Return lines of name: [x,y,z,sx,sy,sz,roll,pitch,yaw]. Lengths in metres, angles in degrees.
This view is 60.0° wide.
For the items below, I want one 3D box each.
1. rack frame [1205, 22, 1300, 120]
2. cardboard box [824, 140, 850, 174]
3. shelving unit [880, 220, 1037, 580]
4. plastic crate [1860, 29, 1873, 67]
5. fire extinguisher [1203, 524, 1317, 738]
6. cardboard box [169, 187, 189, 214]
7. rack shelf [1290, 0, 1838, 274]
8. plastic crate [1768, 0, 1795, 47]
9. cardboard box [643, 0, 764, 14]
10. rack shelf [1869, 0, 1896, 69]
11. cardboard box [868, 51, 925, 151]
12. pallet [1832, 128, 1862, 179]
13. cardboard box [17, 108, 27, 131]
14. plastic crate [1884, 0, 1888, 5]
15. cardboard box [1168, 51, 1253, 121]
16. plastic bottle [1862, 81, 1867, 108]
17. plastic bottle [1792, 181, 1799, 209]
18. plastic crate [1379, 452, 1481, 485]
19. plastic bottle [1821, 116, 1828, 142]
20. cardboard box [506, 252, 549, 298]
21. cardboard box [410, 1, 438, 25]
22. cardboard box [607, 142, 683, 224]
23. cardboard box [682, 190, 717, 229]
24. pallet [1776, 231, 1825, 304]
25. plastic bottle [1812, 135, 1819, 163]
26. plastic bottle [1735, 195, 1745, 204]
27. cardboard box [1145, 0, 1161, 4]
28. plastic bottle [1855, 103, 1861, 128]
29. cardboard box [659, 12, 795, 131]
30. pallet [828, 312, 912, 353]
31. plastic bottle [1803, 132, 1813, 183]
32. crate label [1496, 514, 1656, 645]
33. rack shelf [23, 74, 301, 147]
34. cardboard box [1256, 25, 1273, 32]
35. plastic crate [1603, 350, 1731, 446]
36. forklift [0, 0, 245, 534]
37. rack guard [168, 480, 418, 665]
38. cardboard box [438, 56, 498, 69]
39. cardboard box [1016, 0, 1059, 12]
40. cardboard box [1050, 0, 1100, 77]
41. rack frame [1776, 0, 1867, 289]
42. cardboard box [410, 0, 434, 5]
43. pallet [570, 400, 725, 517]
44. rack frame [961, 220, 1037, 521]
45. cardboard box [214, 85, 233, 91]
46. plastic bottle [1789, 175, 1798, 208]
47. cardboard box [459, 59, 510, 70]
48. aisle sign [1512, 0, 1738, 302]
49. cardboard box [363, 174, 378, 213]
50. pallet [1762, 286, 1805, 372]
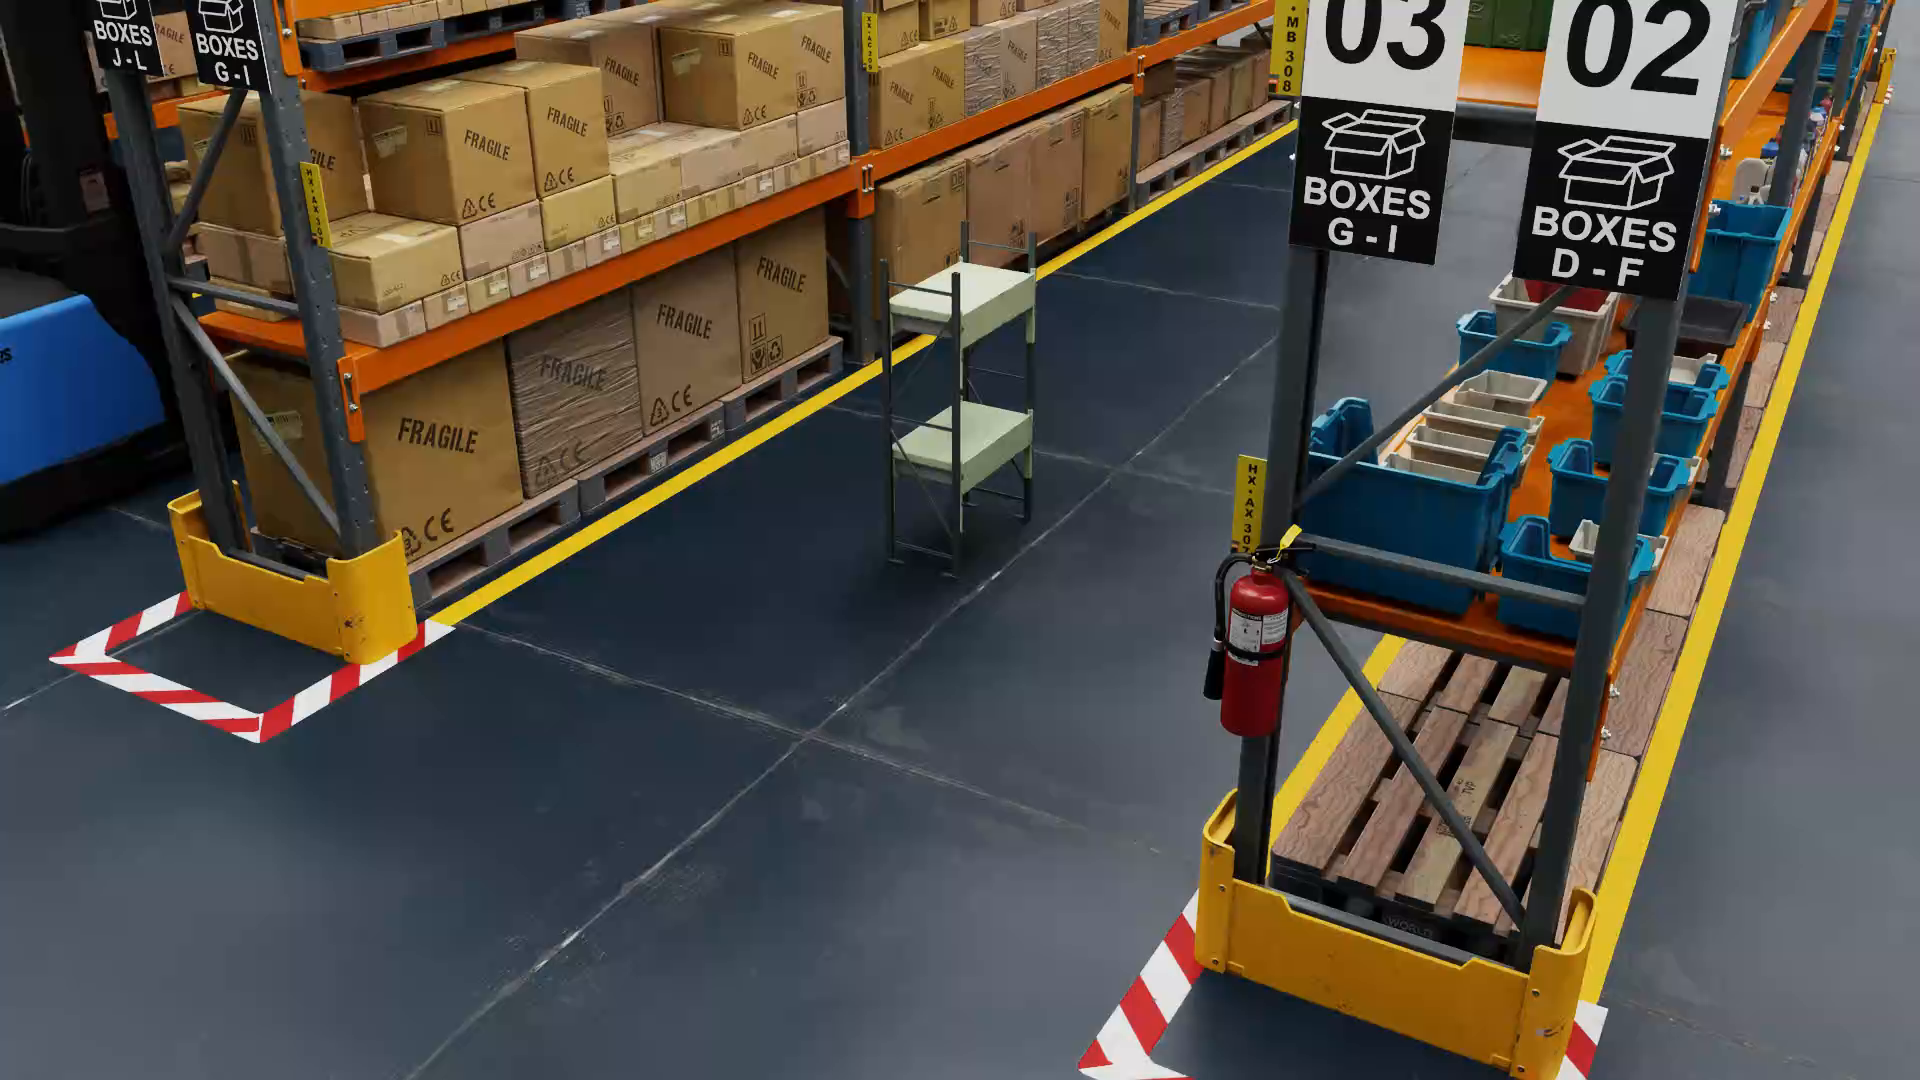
rack frame: [2.934,-5.672,16.230,1.000,3.000,0.127,14,30,26]
cardboard box: [-0.866,-2.251,9.676,0.380,0.149,0.250,14,30,26]
shelving unit: [0.003,-0.673,7.919,0.431,1.500,0.755,14,30,26]
plastic crate: [6.635,-3.746,12.618,0.450,0.188,0.662,14,30,26]
fire extinguisher: [0.873,0.255,4.892,0.296,0.674,0.183,14,30,26]
cardboard box: [-5.621,-2.378,11.700,0.380,0.149,0.250,15,30,28]
rack shelf: [2.327,-1.704,5.755,1.077,0.370,4.000,14,30,26]
plastic crate: [2.334,-1.753,5.119,0.504,0.338,0.767,14,30,26]
cardboard box: [-1.460,-2.825,9.540,0.500,0.500,0.500,14,30,26]
rack shelf: [8.230,-5.039,15.769,1.077,0.370,4.000,14,30,26]
cardboard box: [-0.558,-2.723,10.227,0.500,0.500,0.500,14,30,26]
pallet: [7.613,-3.587,15.180,1.003,0.211,1.213,14,30,26]
cardboard box: [-6.070,-2.688,10.549,0.380,0.149,0.250,15,30,28]
plastic crate: [8.160,-4.953,15.031,0.450,0.188,0.662,14,30,26]
cardboard box: [2.362,-4.335,15.859,0.700,0.500,0.500,14,30,26]
plastic bottle: [8.651,-4.260,15.953,0.061,0.283,0.133,15,30,27]
plastic bottle: [4.407,-1.871,8.859,0.097,0.201,0.097,0,27,0]
plastic crate: [1.587,-0.171,5.469,0.396,0.136,0.243,14,30,26]
plastic bottle: [5.265,-2.551,10.217,0.097,0.201,0.097,0,27,0]
cardboard box: [-2.129,-1.251,7.678,0.380,0.149,0.250,14,30,25]
cardboard box: [-4.294,-4.117,12.935,0.380,0.149,0.250,15,30,27]
cardboard box: [-1.746,-1.792,8.315,0.500,0.250,0.500,14,30,25]
cardboard box: [-1.498,-1.750,8.675,0.380,0.149,0.250,14,30,25]
pallet: [5.693,-2.069,12.147,1.003,0.211,1.213,14,30,26]
plastic bottle: [4.977,-2.323,9.762,0.097,0.201,0.097,0,27,0]
plastic bottle: [3.932,-1.634,8.385,0.097,0.201,0.097,0,27,0]
cardboard box: [1.385,-4.804,13.916,0.700,0.500,0.500,19,32,33]
plastic bottle: [8.215,-3.915,15.263,0.061,0.283,0.133,16,31,28]
cardboard box: [-1.245,-2.523,8.937,0.500,0.500,0.500,15,30,27]
pallet: [-0.687,-1.625,11.259,1.003,0.211,1.213,14,30,26]
plastic bottle: [4.732,-2.149,9.323,0.061,0.283,0.133,14,30,26]
crate label: [1.751,0.120,4.780,0.416,0.233,0.303,14,30,26]
rack shelf: [-6.254,-2.585,10.866,1.077,0.370,4.000,14,30,26]
cardboard box: [3.441,-5.114,17.438,0.500,0.500,0.500,-22,34,-37]
plastic crate: [2.546,-0.510,6.039,0.416,0.233,0.300,14,30,26]
forklift: [-4.452,-1.959,8.889,1.130,2.935,3.031,13,30,25]
rack guard: [-2.981,0.132,7.428,1.175,0.500,0.348,14,30,26]
cardboard box: [-4.356,-4.047,14.469,0.500,0.250,0.500,14,30,26]
cardboard box: [0.270,-4.072,11.800,0.797,0.503,0.637,15,30,27]
cardboard box: [0.689,-3.718,12.214,0.500,0.500,0.500,14,30,26]
rack frame: [5.278,-3.022,10.937,1.000,3.000,0.127,14,30,26]
cardboard box: [-4.296,-4.250,12.868,0.380,0.149,0.250,13,29,24]
pallet: [-2.043,-0.551,9.115,1.003,0.211,1.213,14,30,26]
rack frame: [0.183,-0.816,8.204,0.400,1.500,0.023,14,30,26]
cardboard box: [-5.239,-3.286,11.744,0.380,0.149,0.250,13,30,25]
plastic bottle: [4.299,-1.806,8.638,0.061,0.283,0.133,14,30,26]
cardboard box: [-3.913,-3.932,14.239,0.500,0.250,0.500,15,30,27]
aisle sign: [1.566,-0.974,3.940,0.394,0.787,0.004,14,30,26]
cardboard box: [-2.712,-1.506,7.743,0.500,0.250,0.500,14,30,25]
pallet: [4.927,-1.459,10.929,1.003,0.211,1.213,14,30,26]
